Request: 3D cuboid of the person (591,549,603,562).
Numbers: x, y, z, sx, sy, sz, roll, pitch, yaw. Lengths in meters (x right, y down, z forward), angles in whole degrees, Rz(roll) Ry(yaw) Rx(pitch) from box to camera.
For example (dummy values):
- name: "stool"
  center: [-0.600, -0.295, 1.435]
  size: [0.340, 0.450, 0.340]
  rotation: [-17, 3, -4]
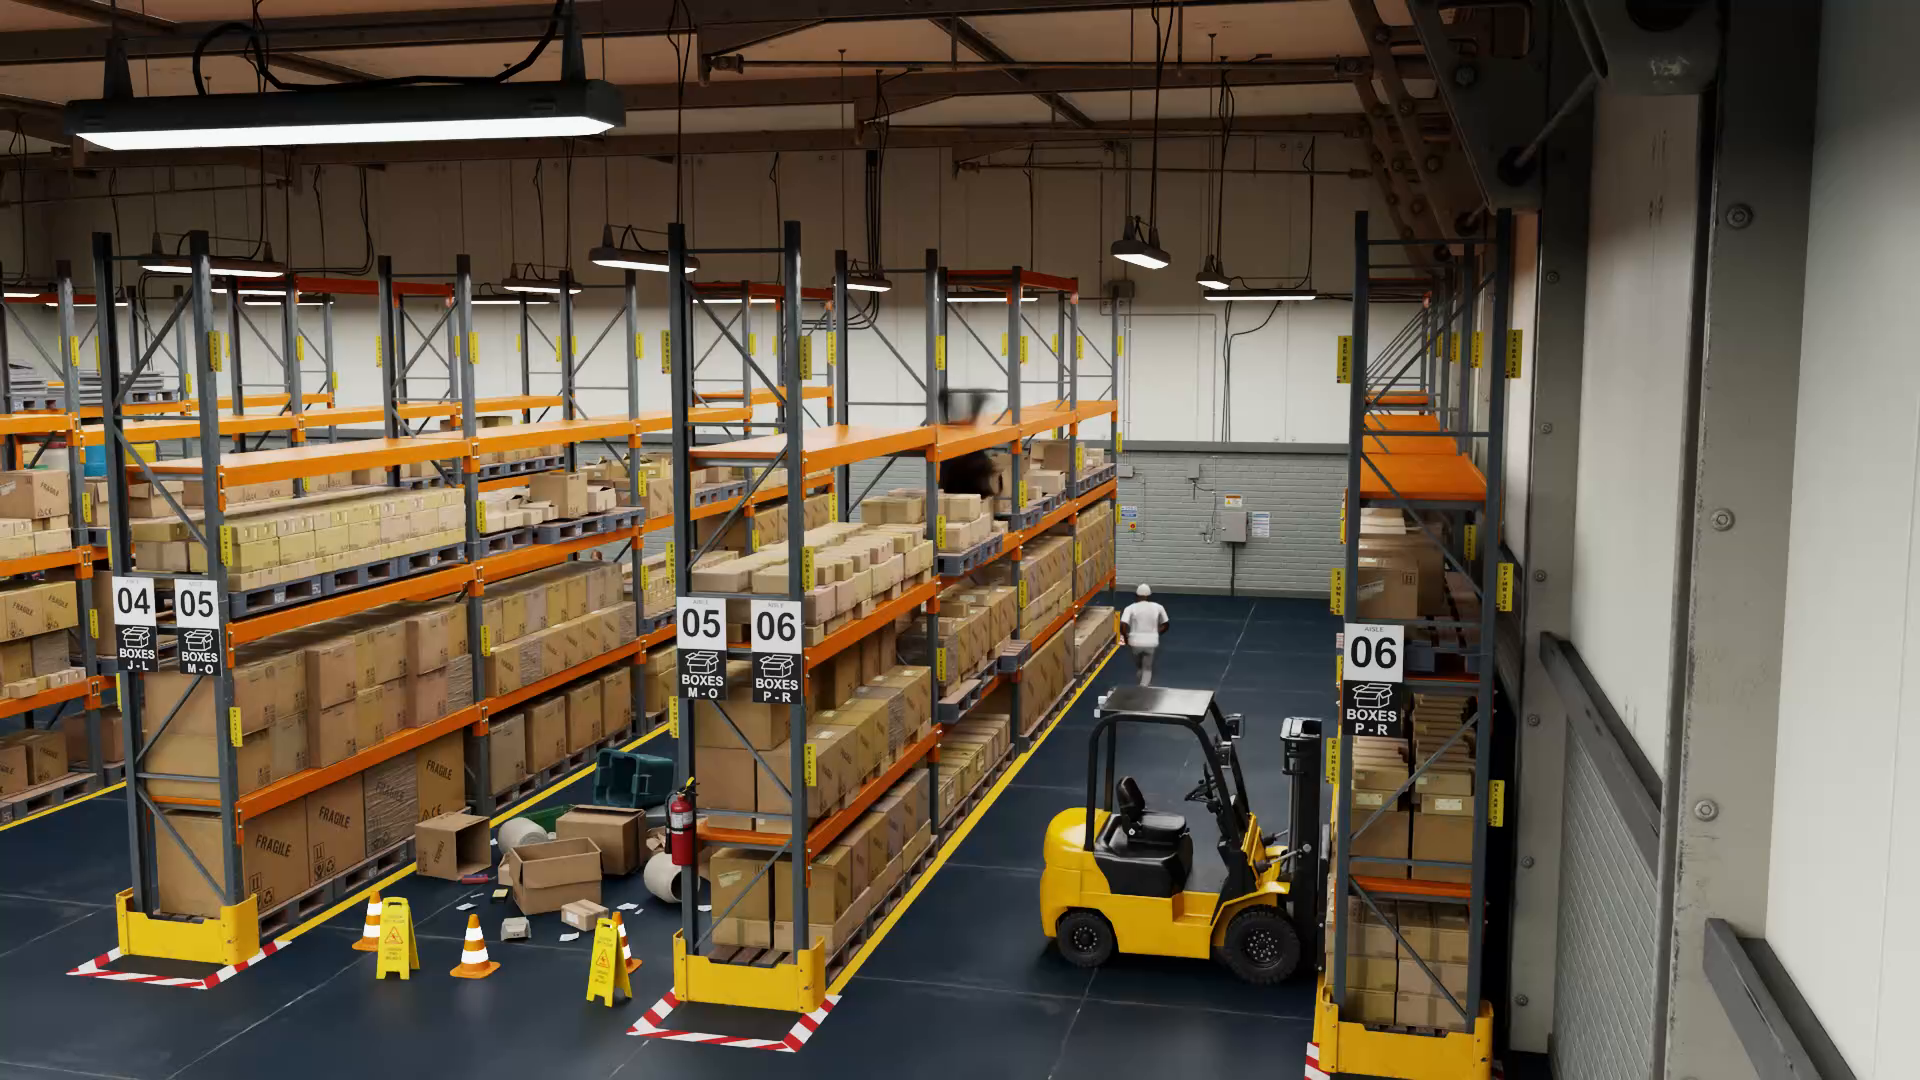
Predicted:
- name: "person"
  center: [-6.277, 0.917, 28.591]
  size: [0.513, 1.541, 0.643]
  rotation: [0, 7, -3]

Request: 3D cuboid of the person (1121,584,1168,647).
- name: "person"
  center: [2.577, 1.491, 23.241]
  size: [0.663, 1.723, 0.693]
  rotation: [1, 7, 6]
